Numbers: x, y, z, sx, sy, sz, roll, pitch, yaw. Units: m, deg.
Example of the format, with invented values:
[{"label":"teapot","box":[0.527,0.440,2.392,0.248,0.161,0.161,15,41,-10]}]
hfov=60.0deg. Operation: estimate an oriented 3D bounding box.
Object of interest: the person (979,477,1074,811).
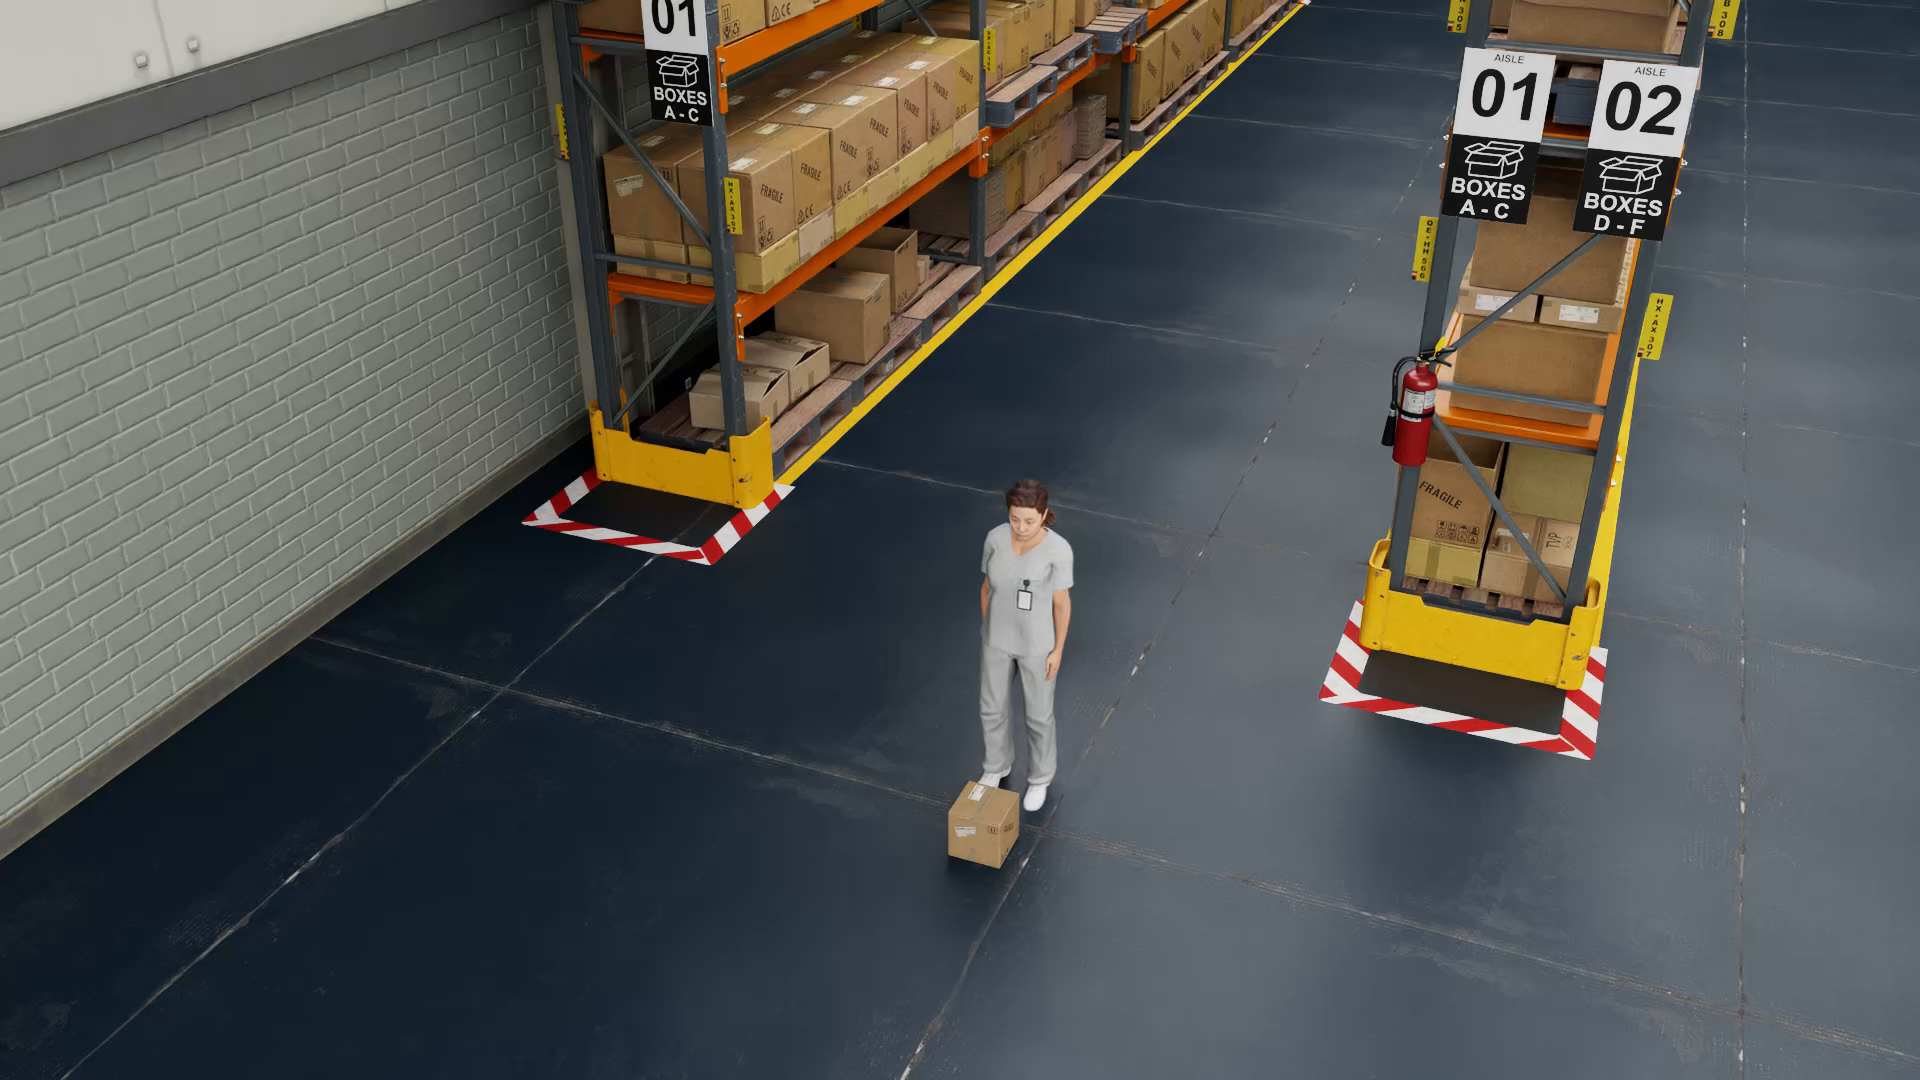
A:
[{"label":"person","box":[0.294,0.465,7.594,0.440,1.681,0.365,12,32,20]}]
